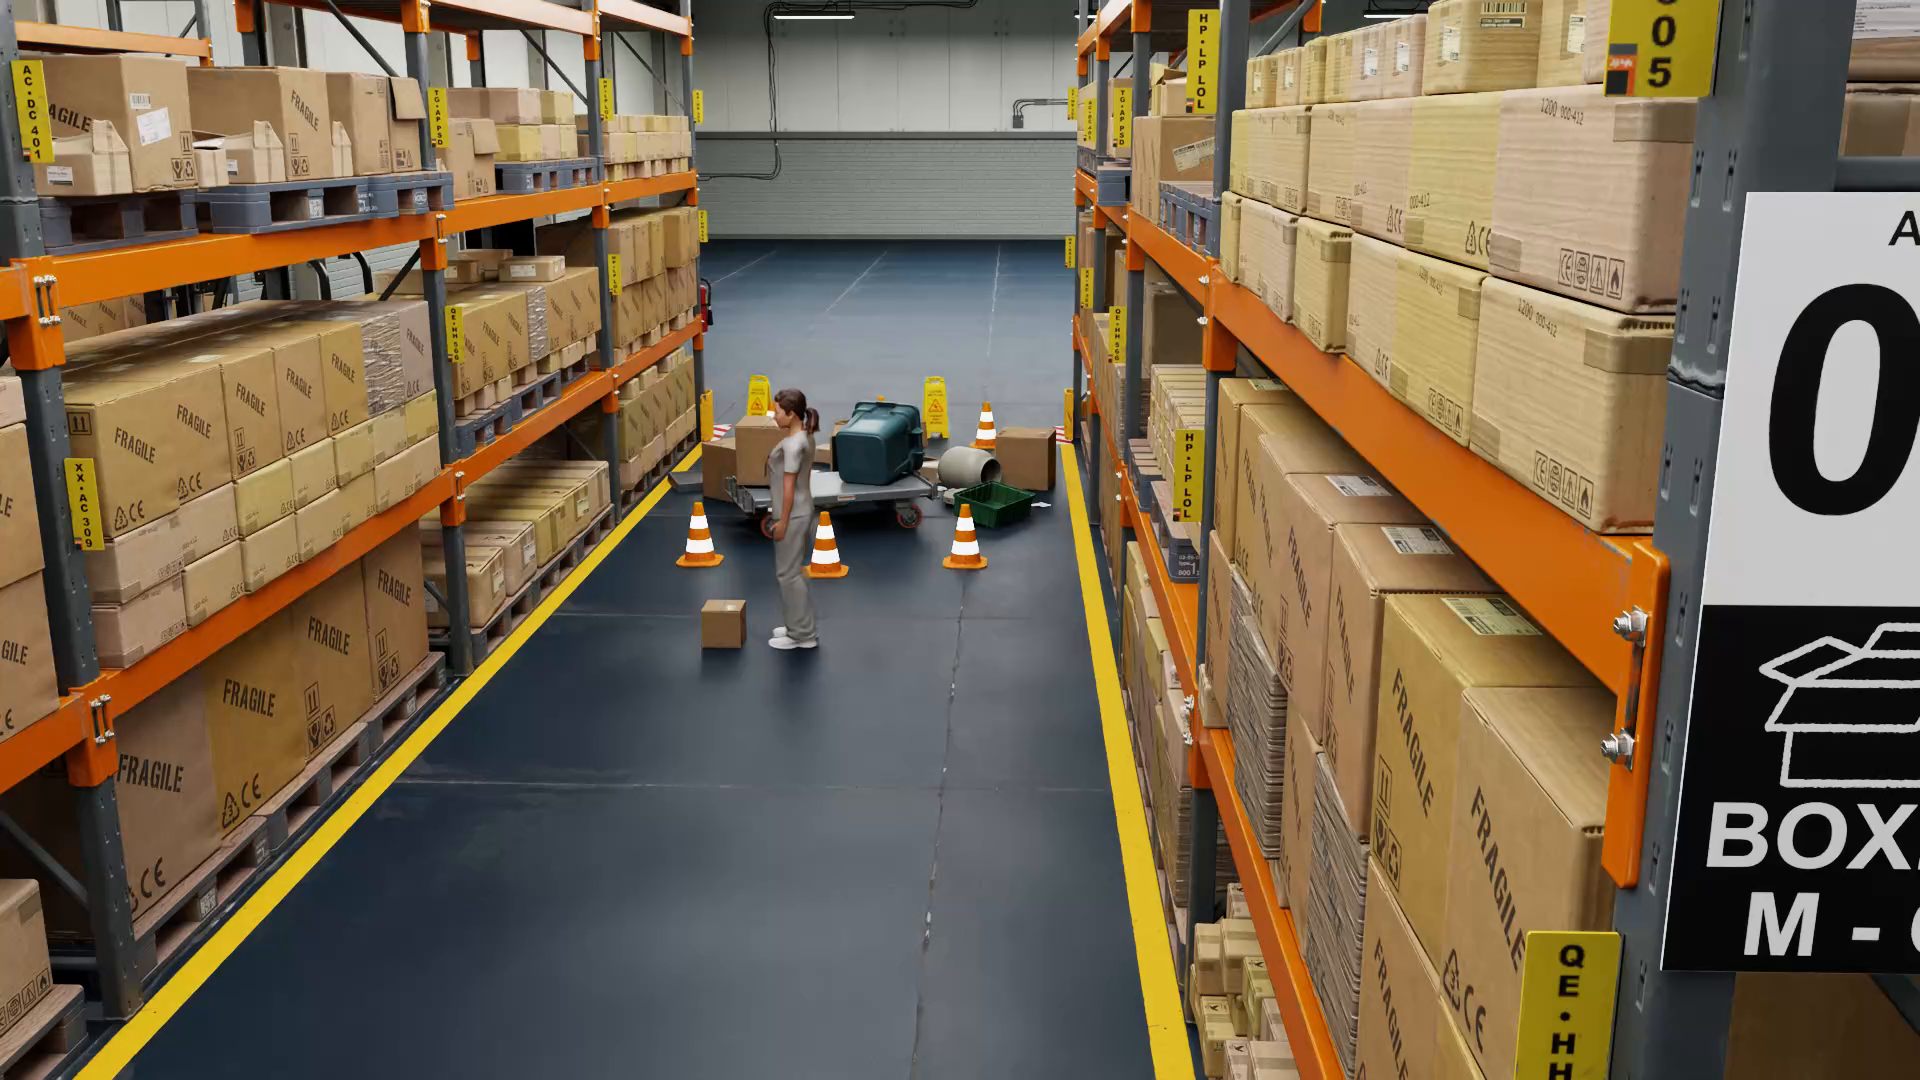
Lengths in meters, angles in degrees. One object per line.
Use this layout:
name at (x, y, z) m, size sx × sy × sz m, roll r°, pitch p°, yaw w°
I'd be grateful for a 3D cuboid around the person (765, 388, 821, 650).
person at (-1.050, -0.139, 10.573) m, size 0.363 × 1.673 × 0.439 m, roll 1°, pitch 14°, yaw 3°
